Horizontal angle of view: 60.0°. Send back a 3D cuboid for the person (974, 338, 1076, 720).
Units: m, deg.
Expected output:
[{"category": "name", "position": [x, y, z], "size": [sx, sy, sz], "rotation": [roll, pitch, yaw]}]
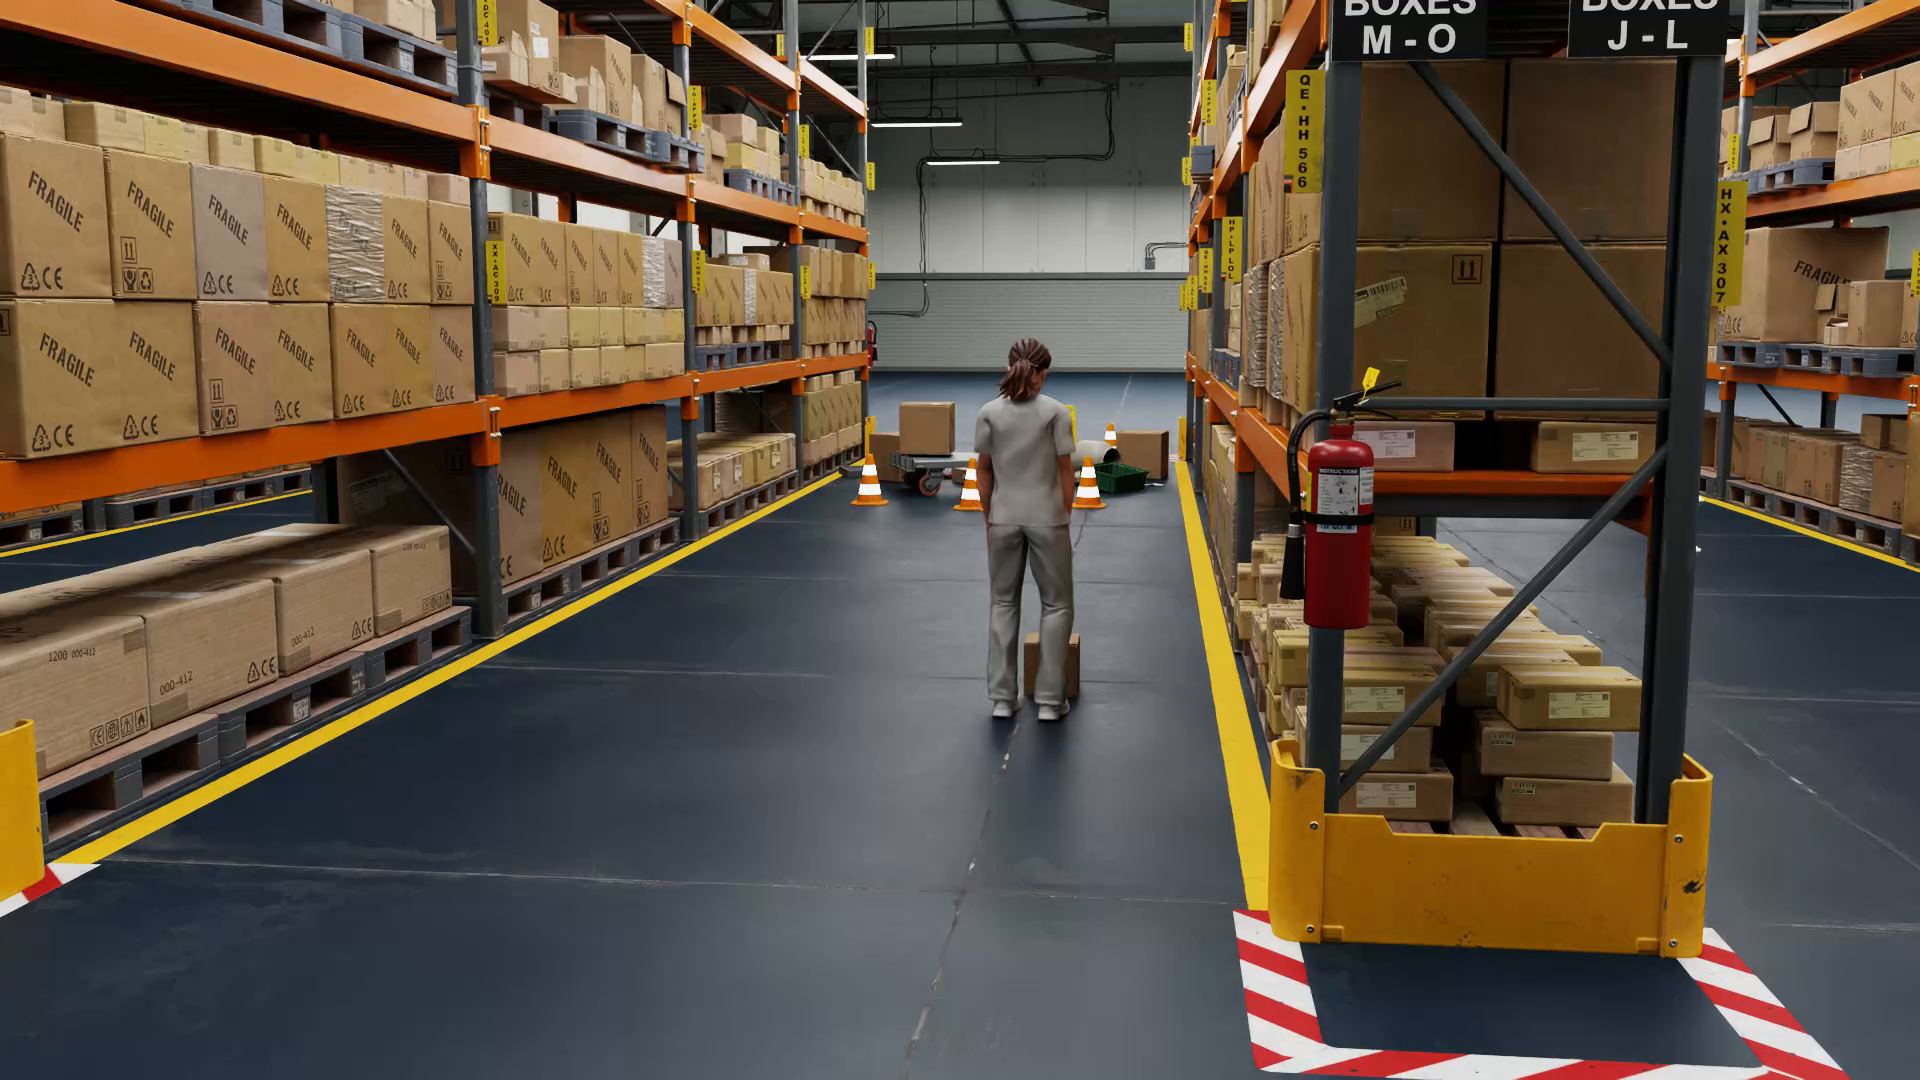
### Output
[{"category": "person", "position": [0.282, -0.047, 7.251], "size": [0.451, 1.657, 0.344], "rotation": [2, 8, 17]}]
